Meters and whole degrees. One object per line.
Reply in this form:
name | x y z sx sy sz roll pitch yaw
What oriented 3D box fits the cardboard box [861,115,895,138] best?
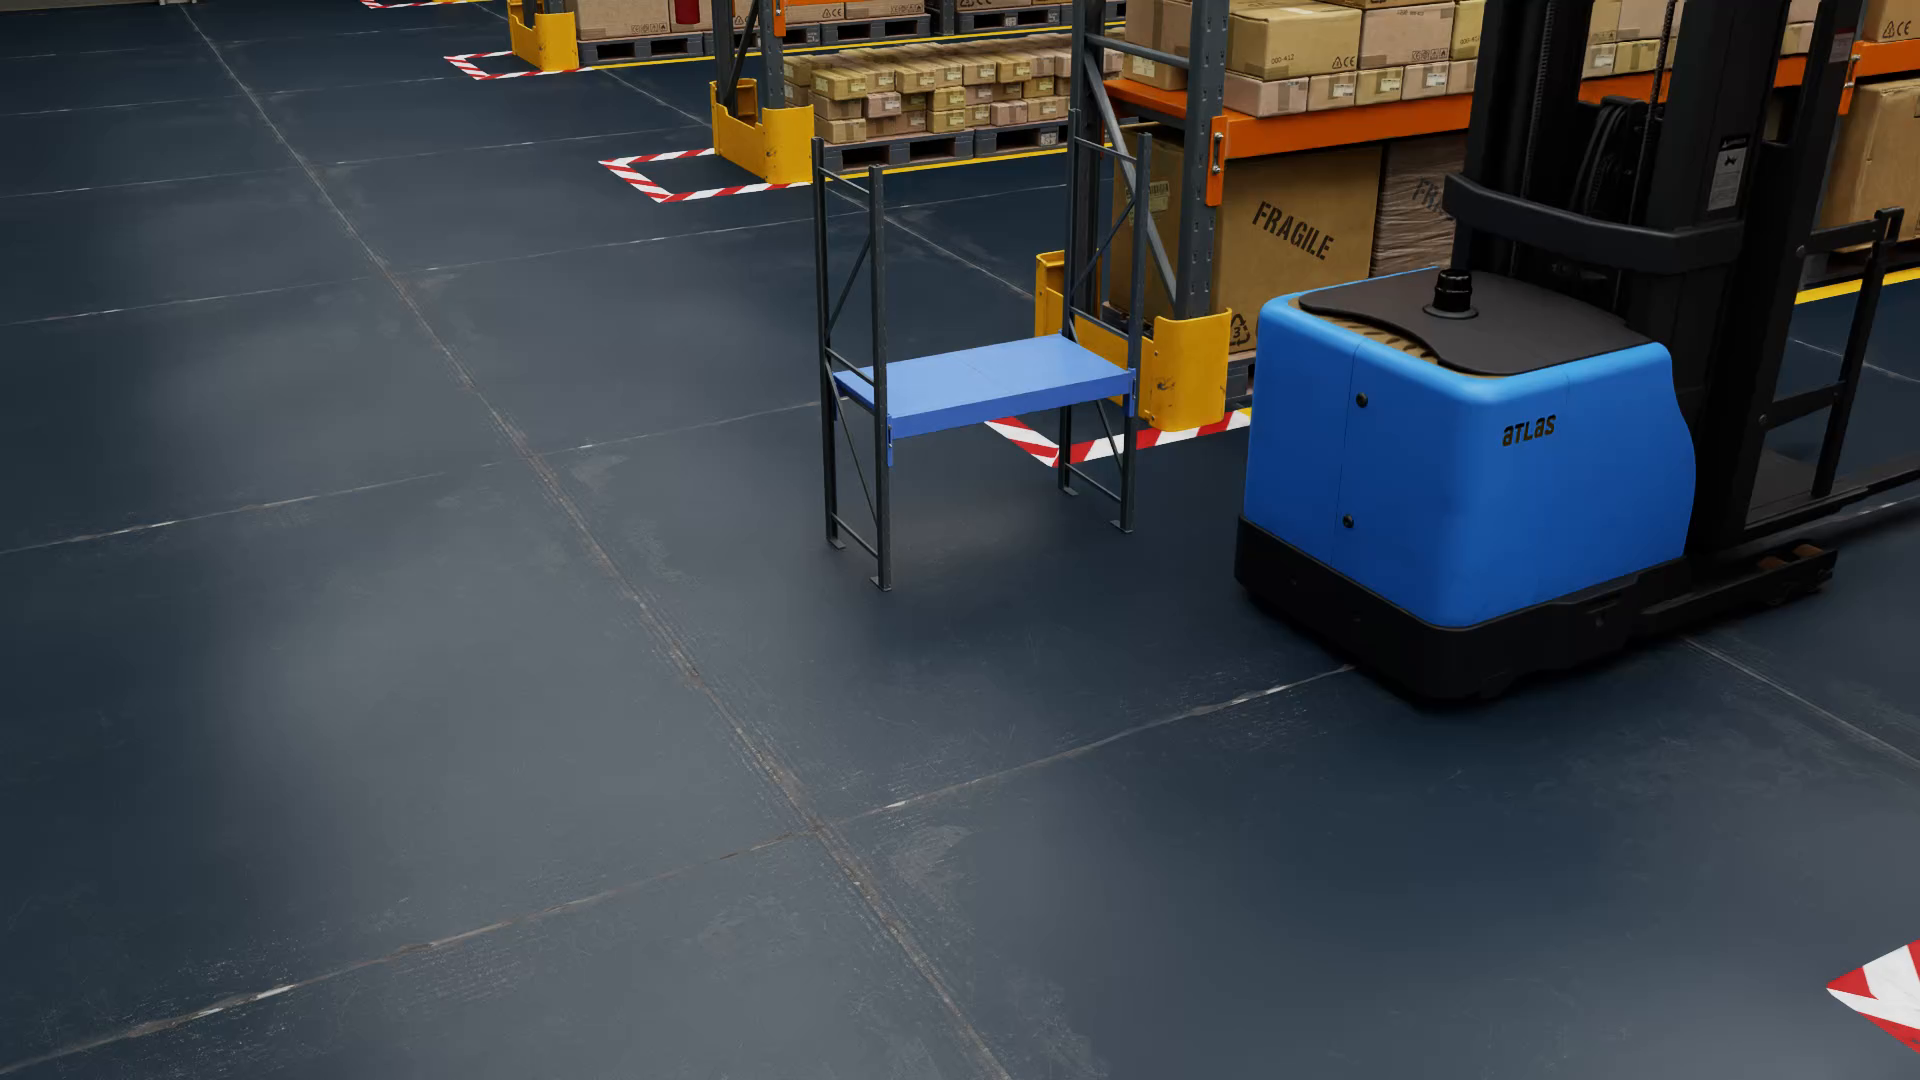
cardboard box | -0.652 -2.962 11.763 0.250 0.149 0.380 -13 29 -25

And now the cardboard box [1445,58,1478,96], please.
cardboard box | 2.162 -2.117 7.484 0.250 0.149 0.380 -14 29 -26

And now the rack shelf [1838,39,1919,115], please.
rack shelf | 6.082 -2.972 9.805 4.000 0.370 1.077 -13 29 -25

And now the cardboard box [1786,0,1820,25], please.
cardboard box | 4.051 -2.765 8.373 0.500 0.250 0.500 -14 29 -26

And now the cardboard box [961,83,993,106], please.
cardboard box | 0.035 -3.255 12.029 0.250 0.149 0.380 -14 29 -28

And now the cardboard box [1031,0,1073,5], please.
cardboard box | 0.957 -6.249 17.769 0.875 0.875 0.875 -12 28 -24

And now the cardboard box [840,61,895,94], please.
cardboard box | -0.648 -3.240 11.655 0.250 0.149 0.380 -12 28 -24

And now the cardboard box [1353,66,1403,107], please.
cardboard box | 1.707 -2.012 7.266 0.250 0.149 0.380 -14 29 -26

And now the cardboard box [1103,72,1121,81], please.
cardboard box | 1.000 -3.462 12.460 0.250 0.149 0.380 -12 28 -24

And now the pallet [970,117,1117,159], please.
pallet | 0.418 -3.146 12.559 1.213 0.211 1.003 -13 29 -25

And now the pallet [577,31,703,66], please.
pallet | -3.207 -4.795 15.992 1.213 0.211 1.003 -13 29 -25

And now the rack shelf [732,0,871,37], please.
rack shelf | 0.307 -4.072 12.097 4.000 0.370 1.077 -13 29 -25

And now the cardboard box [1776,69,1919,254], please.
cardboard box | 4.872 -2.258 9.458 0.875 0.875 1.225 -13 29 -25

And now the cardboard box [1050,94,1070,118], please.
cardboard box | 0.711 -3.260 12.382 0.250 0.149 0.380 -12 28 -24

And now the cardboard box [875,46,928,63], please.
cardboard box | -0.434 -3.525 12.248 0.250 0.149 0.380 -14 29 -27

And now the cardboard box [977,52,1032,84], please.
cardboard box | 0.317 -3.414 12.016 0.250 0.149 0.380 -13 28 -24

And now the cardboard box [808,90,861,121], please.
cardboard box | -0.874 -3.036 11.573 0.250 0.149 0.380 -12 28 -23

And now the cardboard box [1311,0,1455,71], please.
cardboard box | 1.794 -2.244 7.287 0.500 0.250 0.500 -13 29 -26

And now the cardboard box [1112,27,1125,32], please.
cardboard box | 1.400 -3.952 13.136 0.250 0.149 0.380 -12 28 -23

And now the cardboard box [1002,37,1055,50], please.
cardboard box | 0.516 -3.712 12.636 0.250 0.149 0.380 -14 29 -27

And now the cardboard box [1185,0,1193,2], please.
cardboard box | 1.094 -2.678 7.326 0.500 0.500 0.500 -13 28 -24

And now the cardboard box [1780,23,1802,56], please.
cardboard box | 3.975 -2.536 8.356 0.250 0.149 0.380 -12 28 -24

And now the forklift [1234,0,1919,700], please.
forklift | 2.493 -1.278 5.526 3.031 2.935 1.130 -14 29 -27

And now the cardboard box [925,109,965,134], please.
cardboard box | -0.159 -3.026 11.895 0.250 0.149 0.380 -13 28 -24

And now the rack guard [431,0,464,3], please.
rack guard | -6.148 -6.642 19.507 0.348 0.500 1.175 -13 29 -25

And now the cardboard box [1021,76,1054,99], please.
cardboard box | 0.498 -3.377 12.283 0.250 0.149 0.380 -12 28 -23

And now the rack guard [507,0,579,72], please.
rack guard | -3.897 -4.727 15.518 0.348 0.500 1.175 -13 29 -25

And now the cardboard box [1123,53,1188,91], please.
cardboard box | 0.947 -2.159 7.572 0.250 0.149 0.380 -12 28 -24

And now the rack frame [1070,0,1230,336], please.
rack frame | 0.788 -2.074 7.105 0.127 3.000 1.000 -13 29 -25

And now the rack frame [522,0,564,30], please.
rack frame | -3.876 -5.859 14.987 0.127 3.000 1.000 -13 29 -25

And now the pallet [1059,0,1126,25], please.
pallet | 1.377 -5.853 18.196 1.213 0.211 1.003 -13 29 -25

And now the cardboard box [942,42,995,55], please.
cardboard box | 0.062 -3.612 12.429 0.250 0.149 0.380 -14 29 -27

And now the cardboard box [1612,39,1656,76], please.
cardboard box | 3.068 -2.327 7.920 0.250 0.149 0.380 -13 29 -26

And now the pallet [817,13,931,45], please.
pallet | -1.054 -5.292 17.027 1.213 0.211 1.003 -13 29 -25

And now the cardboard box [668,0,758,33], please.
cardboard box | -2.537 -5.255 16.205 0.875 0.438 0.875 -12 28 -24

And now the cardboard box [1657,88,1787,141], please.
cardboard box | 3.697 -2.017 8.954 0.875 0.875 0.875 -13 29 -25

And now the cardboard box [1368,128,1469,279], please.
cardboard box | 2.118 -1.652 8.195 0.875 0.875 0.875 -13 29 -25

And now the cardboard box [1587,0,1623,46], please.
cardboard box | 2.697 -2.453 7.723 0.500 0.250 0.500 -14 29 -26

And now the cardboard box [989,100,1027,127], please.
cardboard box | 0.282 -3.131 12.115 0.250 0.149 0.380 -15 29 -28

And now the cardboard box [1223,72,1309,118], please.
cardboard box | 1.256 -1.907 7.047 0.250 0.149 0.380 -13 28 -25

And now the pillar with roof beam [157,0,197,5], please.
pillar with roof beam | -6.992 -8.609 13.784 0.400 9.000 9.100 -13 29 -25

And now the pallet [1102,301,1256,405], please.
pallet | 1.456 -1.010 8.110 1.213 0.211 1.003 -13 29 -25

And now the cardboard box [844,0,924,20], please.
cardboard box | -0.951 -5.621 16.967 0.875 0.438 0.875 -13 29 -26

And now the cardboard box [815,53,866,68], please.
cardboard box | -0.861 -3.395 11.977 0.250 0.149 0.380 -12 28 -24

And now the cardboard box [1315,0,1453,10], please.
cardboard box | 1.779 -2.575 7.111 0.500 0.500 0.500 -14 29 -26

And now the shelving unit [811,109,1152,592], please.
shelving unit | 0.075 -0.693 5.962 1.048 1.500 0.538 -13 29 -25

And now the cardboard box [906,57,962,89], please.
cardboard box | -0.186 -3.325 11.831 0.250 0.149 0.380 -15 29 -28

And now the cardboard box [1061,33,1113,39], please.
cardboard box | 0.980 -3.819 12.861 0.250 0.149 0.380 -14 29 -26

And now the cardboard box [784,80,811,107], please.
cardboard box | -1.126 -3.244 12.005 0.250 0.149 0.380 -14 29 -26

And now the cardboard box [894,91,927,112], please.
cardboard box | -0.432 -3.154 11.818 0.250 0.149 0.380 -13 28 -24

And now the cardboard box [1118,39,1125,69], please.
cardboard box | 1.192 -3.660 12.530 0.250 0.149 0.380 -12 28 -23

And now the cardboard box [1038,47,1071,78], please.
cardboard box | 0.764 -3.510 12.217 0.250 0.149 0.380 -14 29 -27

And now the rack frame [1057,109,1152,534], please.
rack frame | 0.524 -0.797 6.177 0.032 1.500 0.500 -13 29 -25
